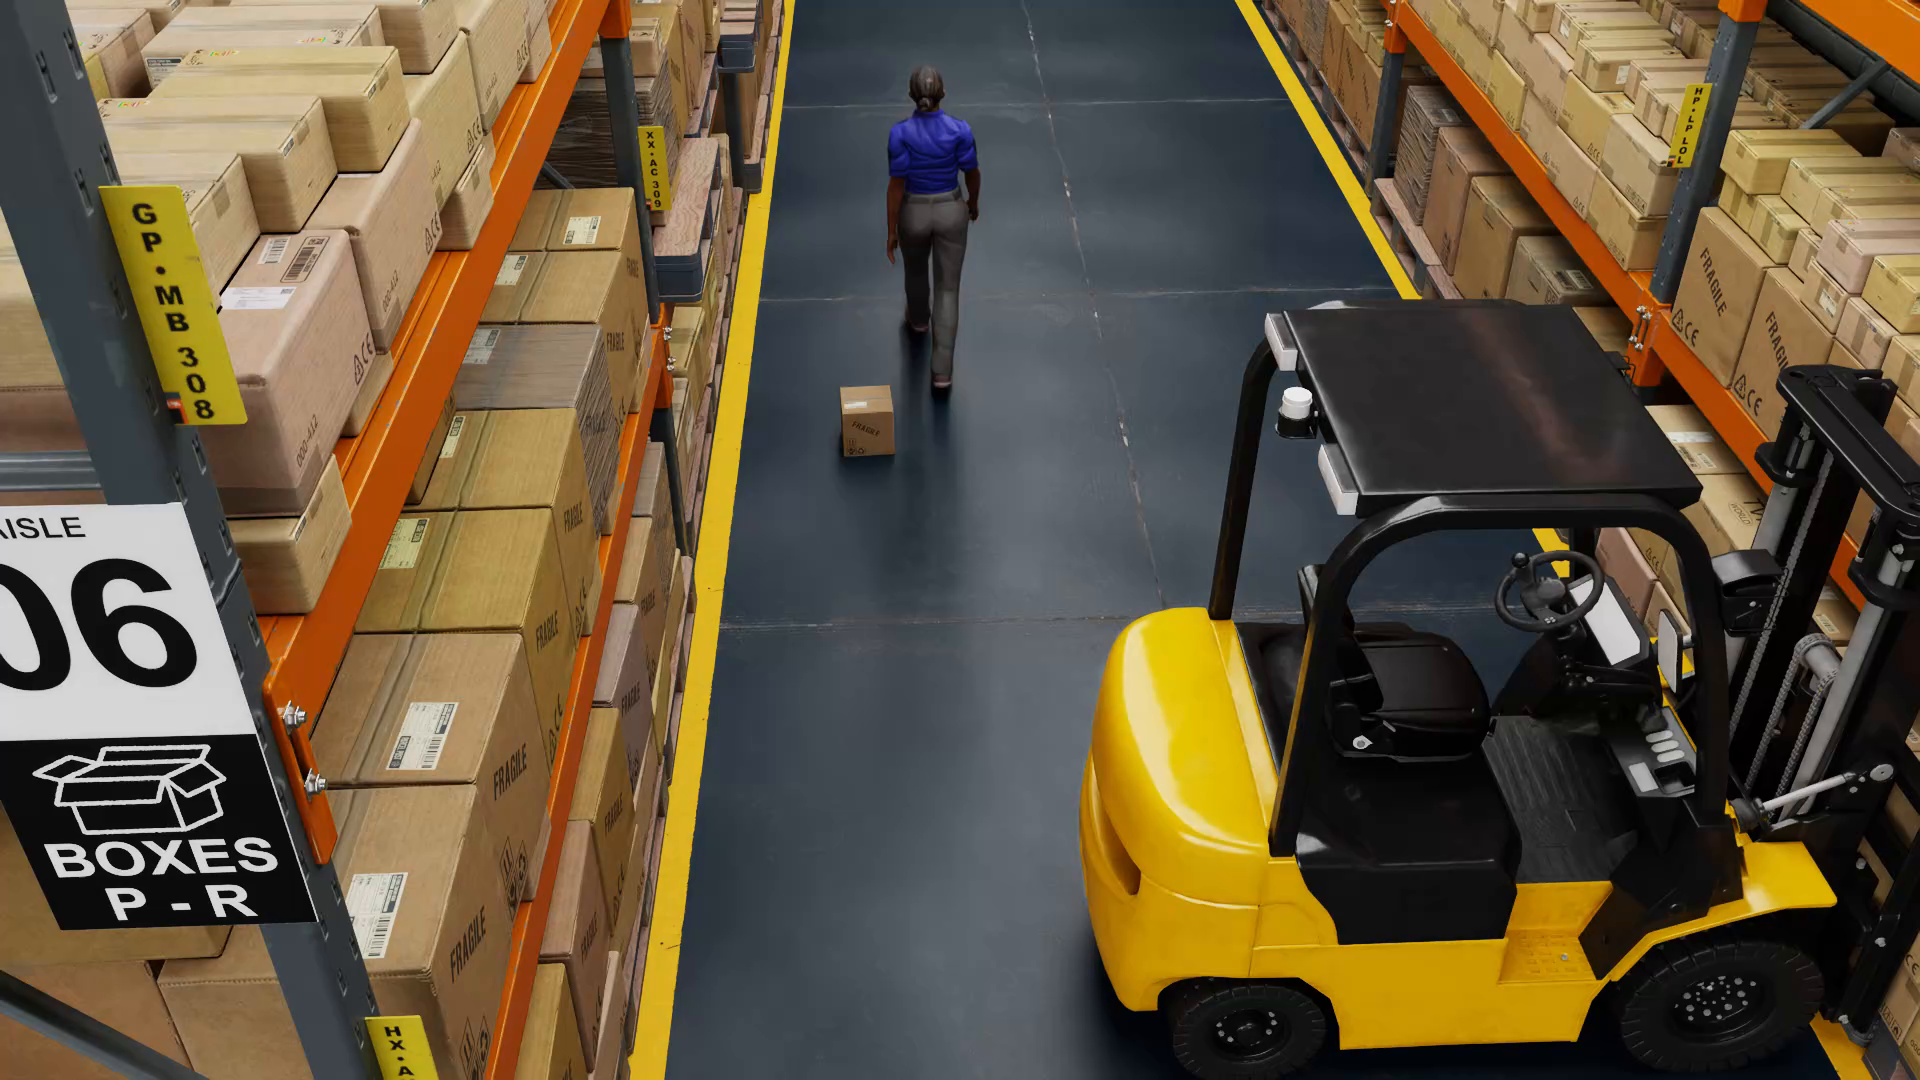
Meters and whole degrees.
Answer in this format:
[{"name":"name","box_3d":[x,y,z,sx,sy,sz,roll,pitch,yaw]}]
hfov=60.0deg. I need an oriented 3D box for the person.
[{"name":"person","box_3d":[-0.134,-1.668,8.483,0.474,1.595,0.989,0,35,0]}]
